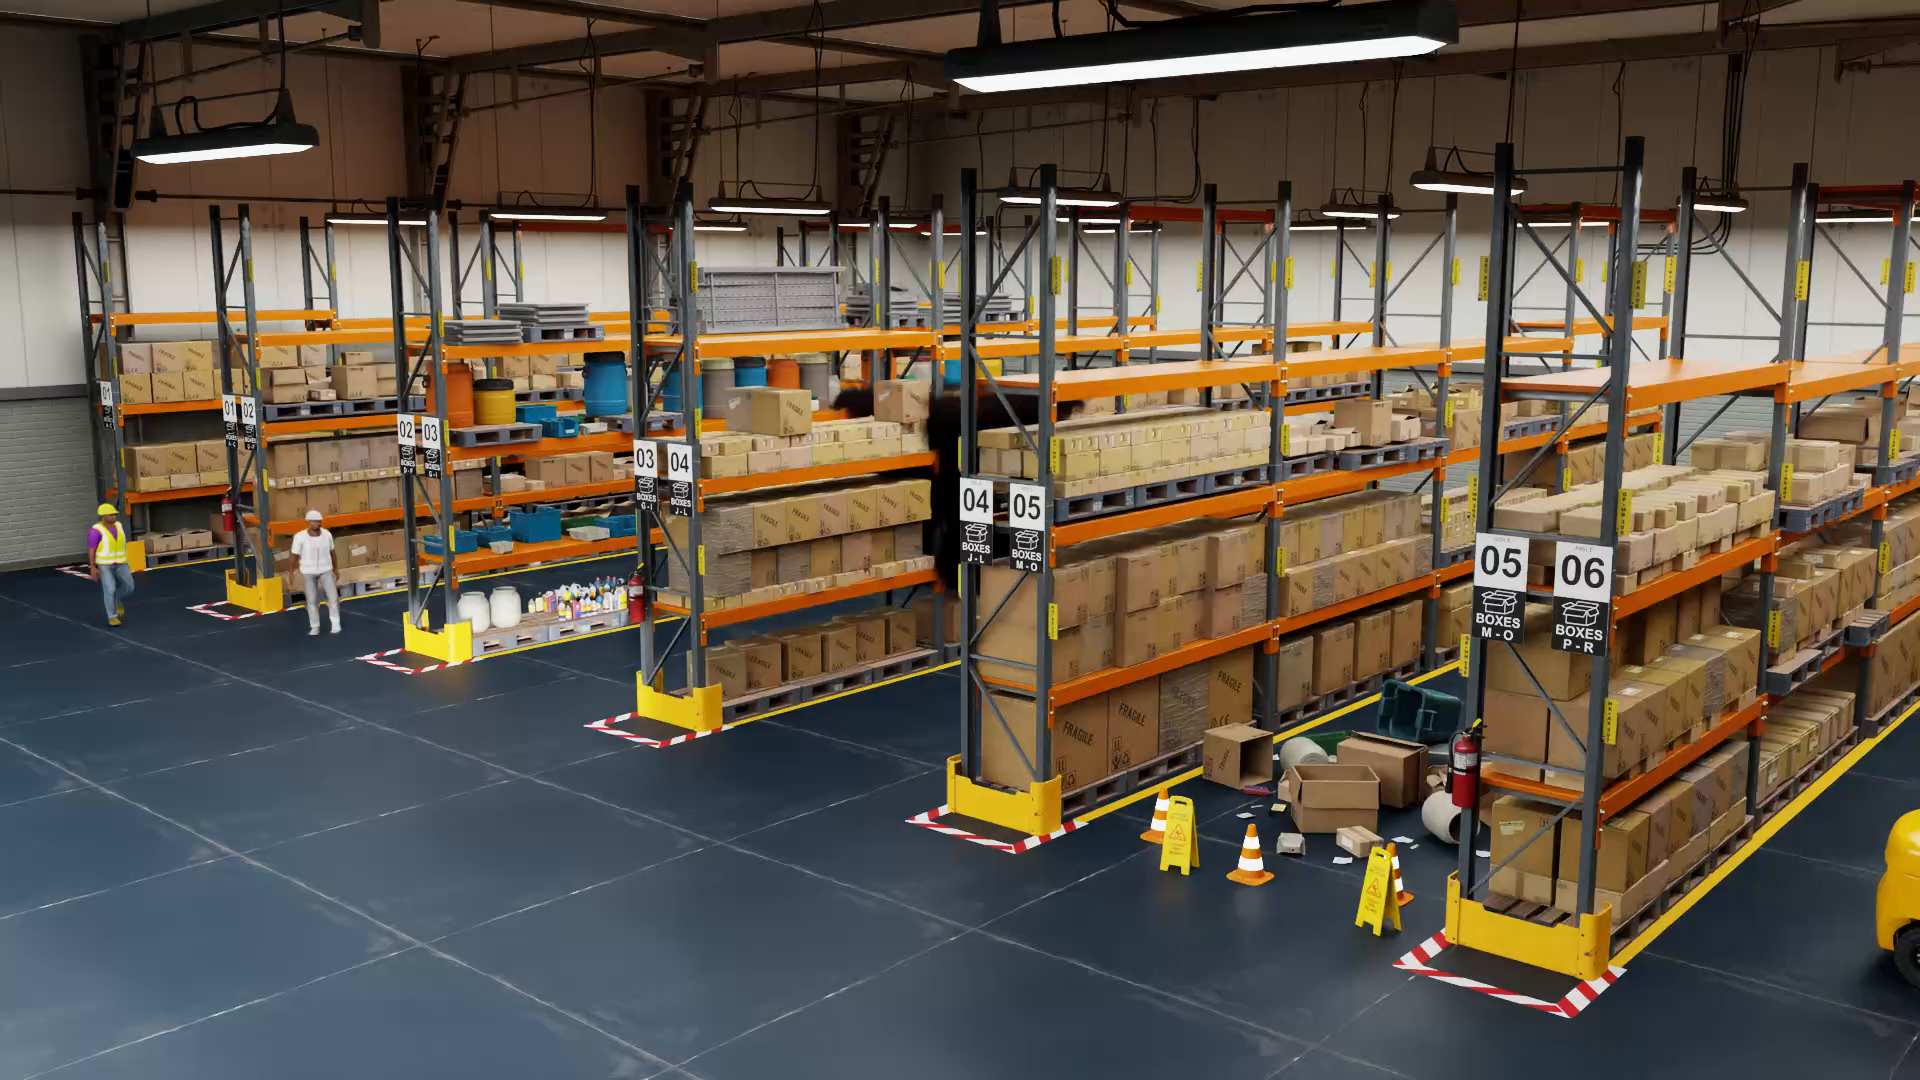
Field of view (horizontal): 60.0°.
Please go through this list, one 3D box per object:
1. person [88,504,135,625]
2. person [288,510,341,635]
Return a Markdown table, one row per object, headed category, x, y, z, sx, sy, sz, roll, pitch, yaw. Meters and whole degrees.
| category | x | y | z | sx | sy | sz | roll | pitch | yaw |
| --- | --- | --- | --- | --- | --- | --- | --- | --- | --- |
| person | -12.230 | 0.340 | 23.851 | 0.553 | 1.753 | 0.594 | 8 | 12 | 39 |
| person | -9.043 | 0.454 | 23.280 | 0.692 | 1.761 | 0.390 | -5 | 11 | -28 |
